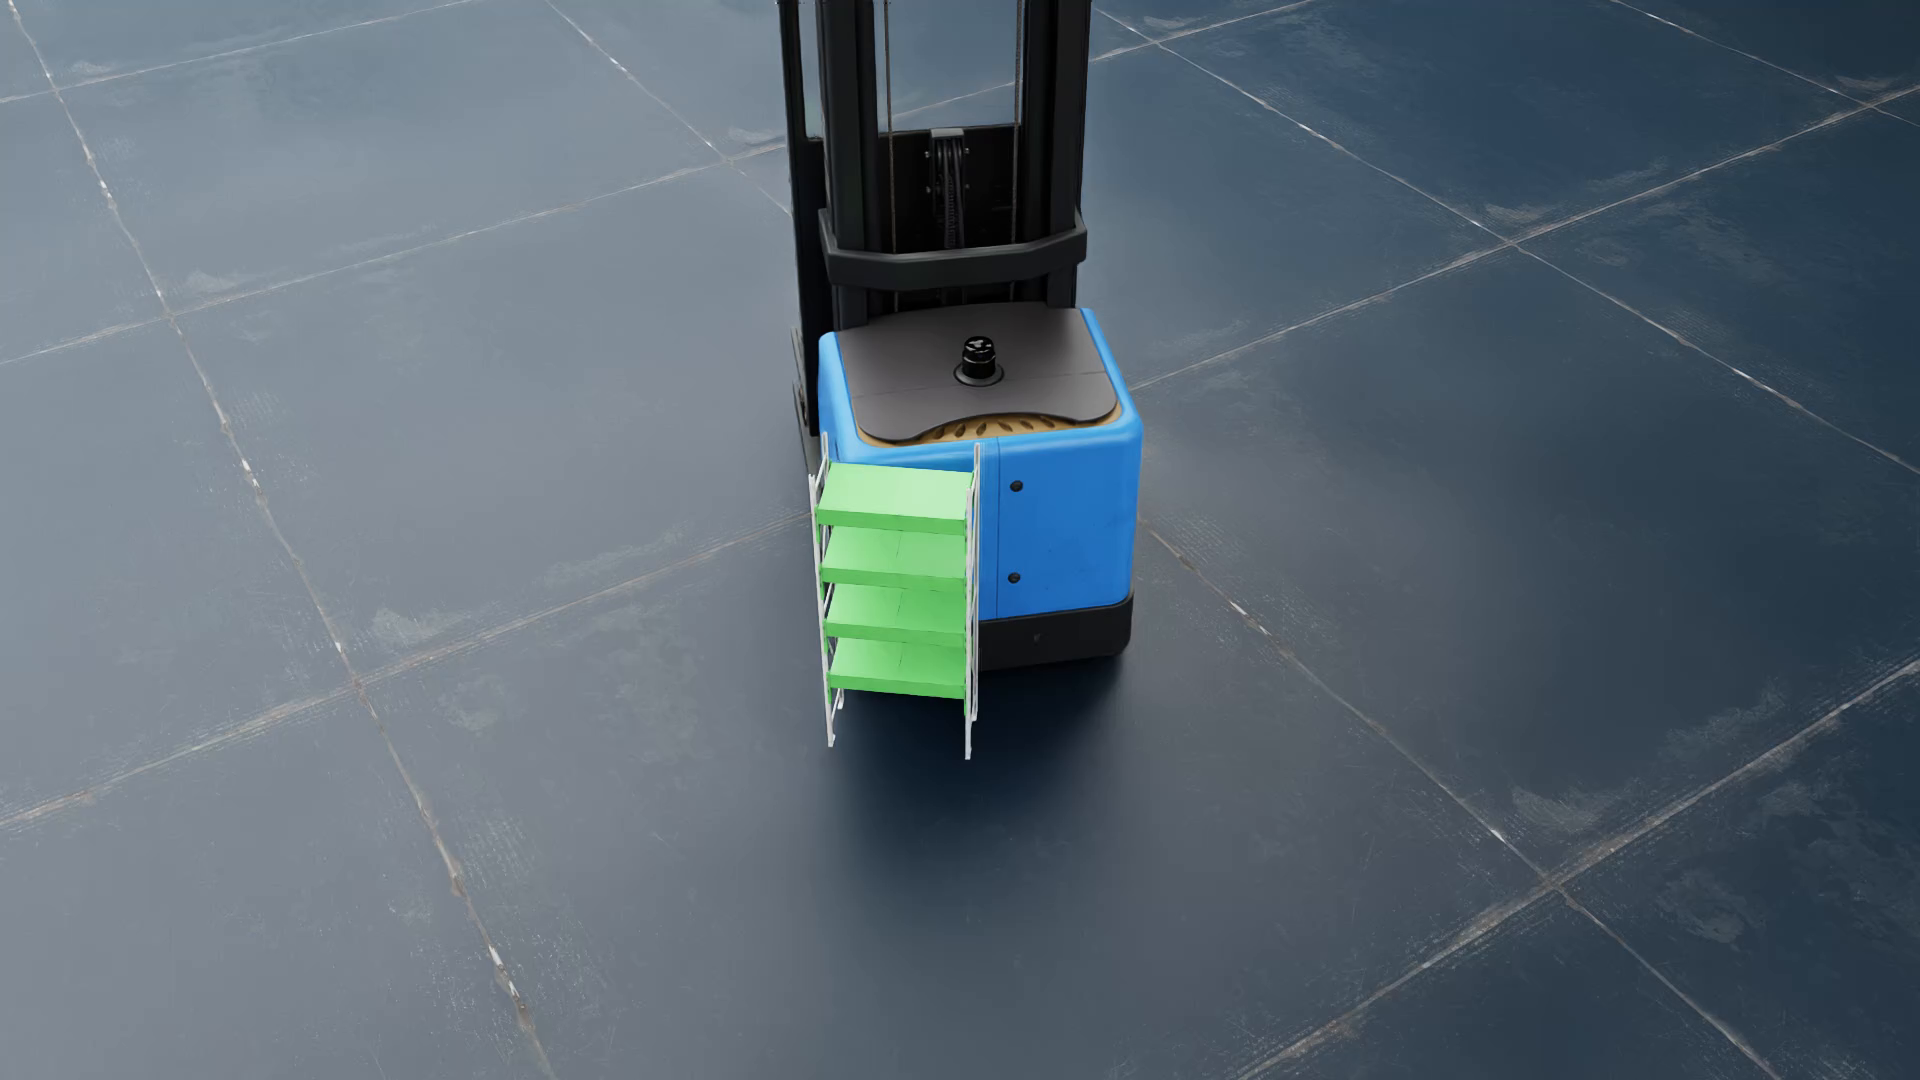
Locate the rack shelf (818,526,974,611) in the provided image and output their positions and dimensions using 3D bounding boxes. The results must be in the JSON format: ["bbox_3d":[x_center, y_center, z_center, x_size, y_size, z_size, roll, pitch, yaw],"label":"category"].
[{"bbox_3d":[-0.201,0.077,5.445,0.480,0.148,0.258,4,40,5],"label":"rack shelf"}]

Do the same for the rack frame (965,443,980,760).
[{"bbox_3d":[0.041,0.232,5.535,0.015,1.200,0.240,4,40,5],"label":"rack frame"}]

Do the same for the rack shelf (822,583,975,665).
[{"bbox_3d":[-0.201,0.262,5.598,0.480,0.148,0.258,4,40,5],"label":"rack shelf"}]

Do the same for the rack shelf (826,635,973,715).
[{"bbox_3d":[-0.201,0.446,5.752,0.480,0.148,0.258,4,40,5],"label":"rack shelf"}]

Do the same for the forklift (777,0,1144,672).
[{"bbox_3d":[-0.129,-1.553,6.324,1.130,2.935,3.031,-6,40,-8],"label":"forklift"}]

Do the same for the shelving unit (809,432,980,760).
[{"bbox_3d":[-0.201,0.213,5.557,0.503,1.200,0.258,4,40,5],"label":"shelving unit"}]

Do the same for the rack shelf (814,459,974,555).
[{"bbox_3d":[-0.201,-0.107,5.291,0.480,0.148,0.258,4,40,5],"label":"rack shelf"}]

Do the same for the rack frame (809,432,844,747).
[{"bbox_3d":[-0.443,0.194,5.580,0.015,1.200,0.240,4,40,5],"label":"rack frame"}]
